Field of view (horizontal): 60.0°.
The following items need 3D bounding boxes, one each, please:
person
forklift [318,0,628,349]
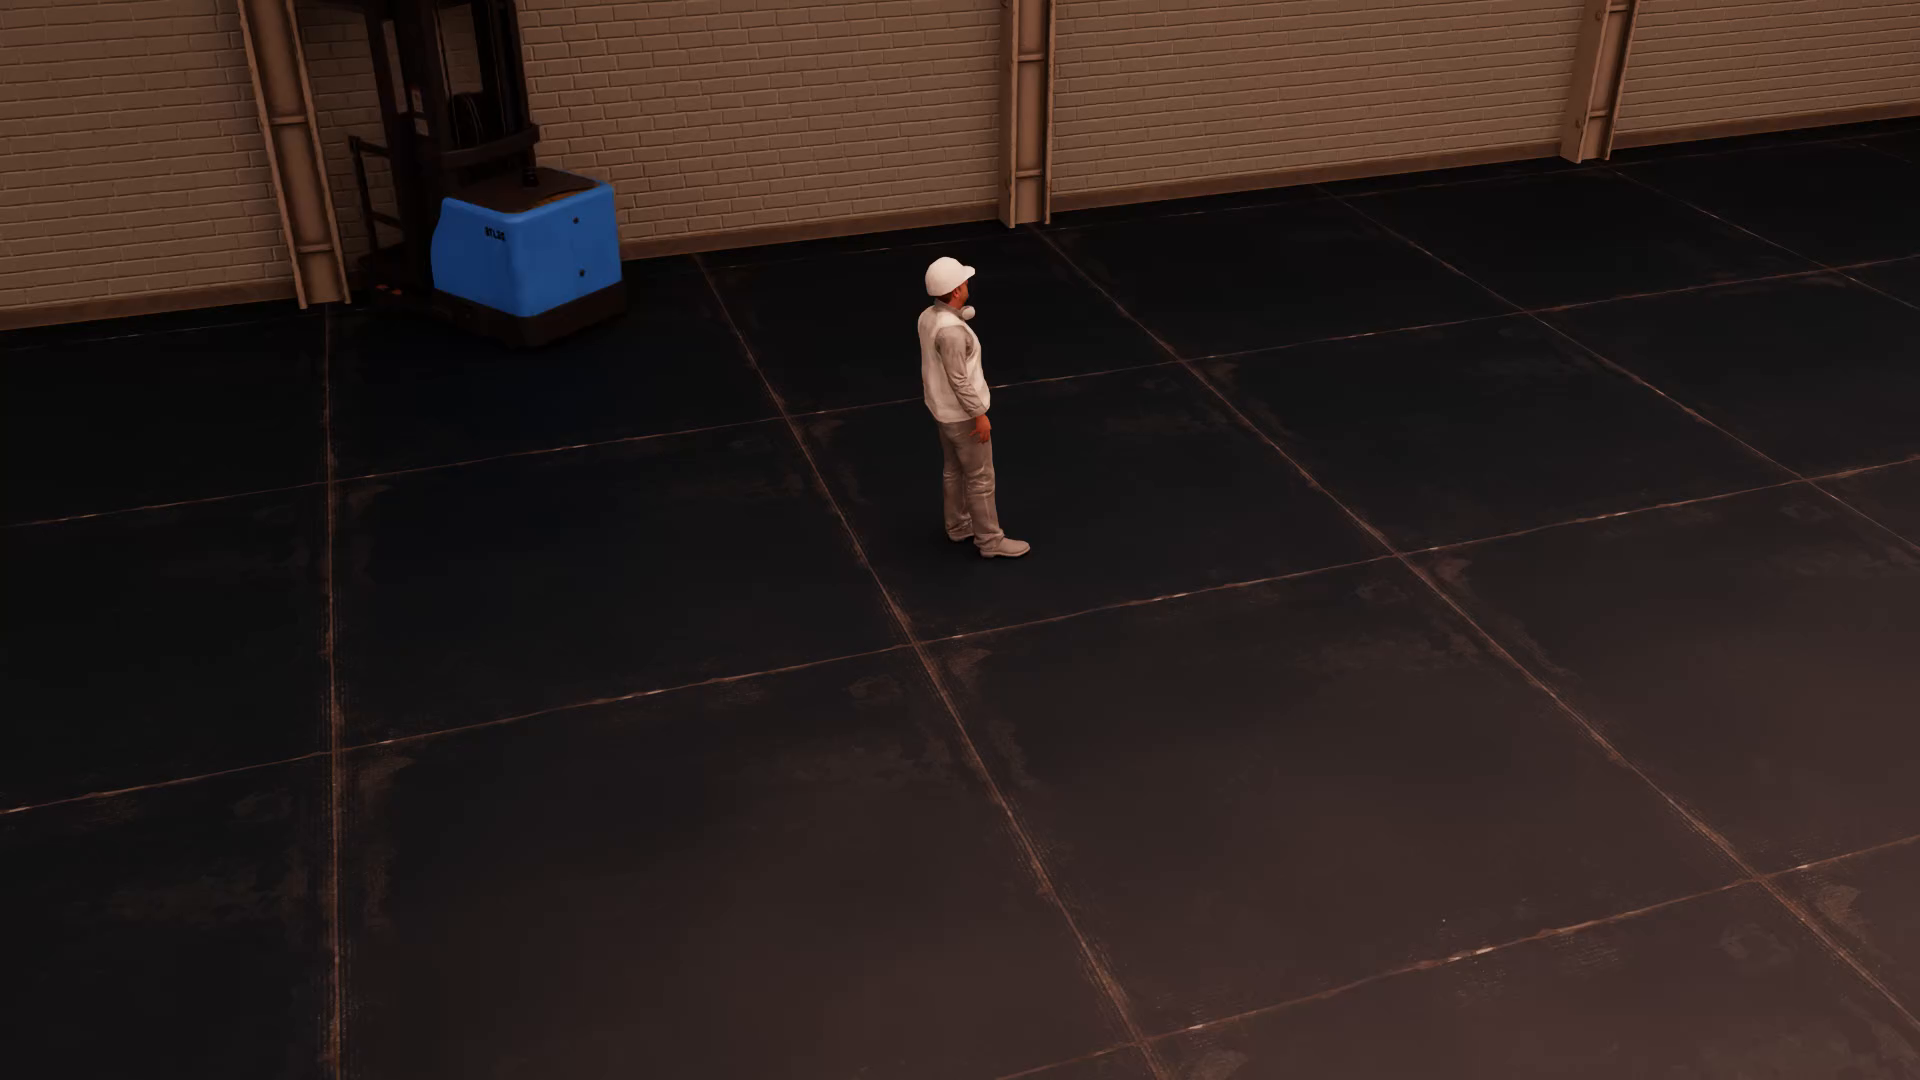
[{"bbox_3d":[0.062,-0.779,9.587,0.568,1.773,0.624,-10,31,-16],"label":"person"},{"bbox_3d":[-4.092,-3.274,12.778,3.031,2.935,1.130,20,36,31],"label":"forklift"}]
